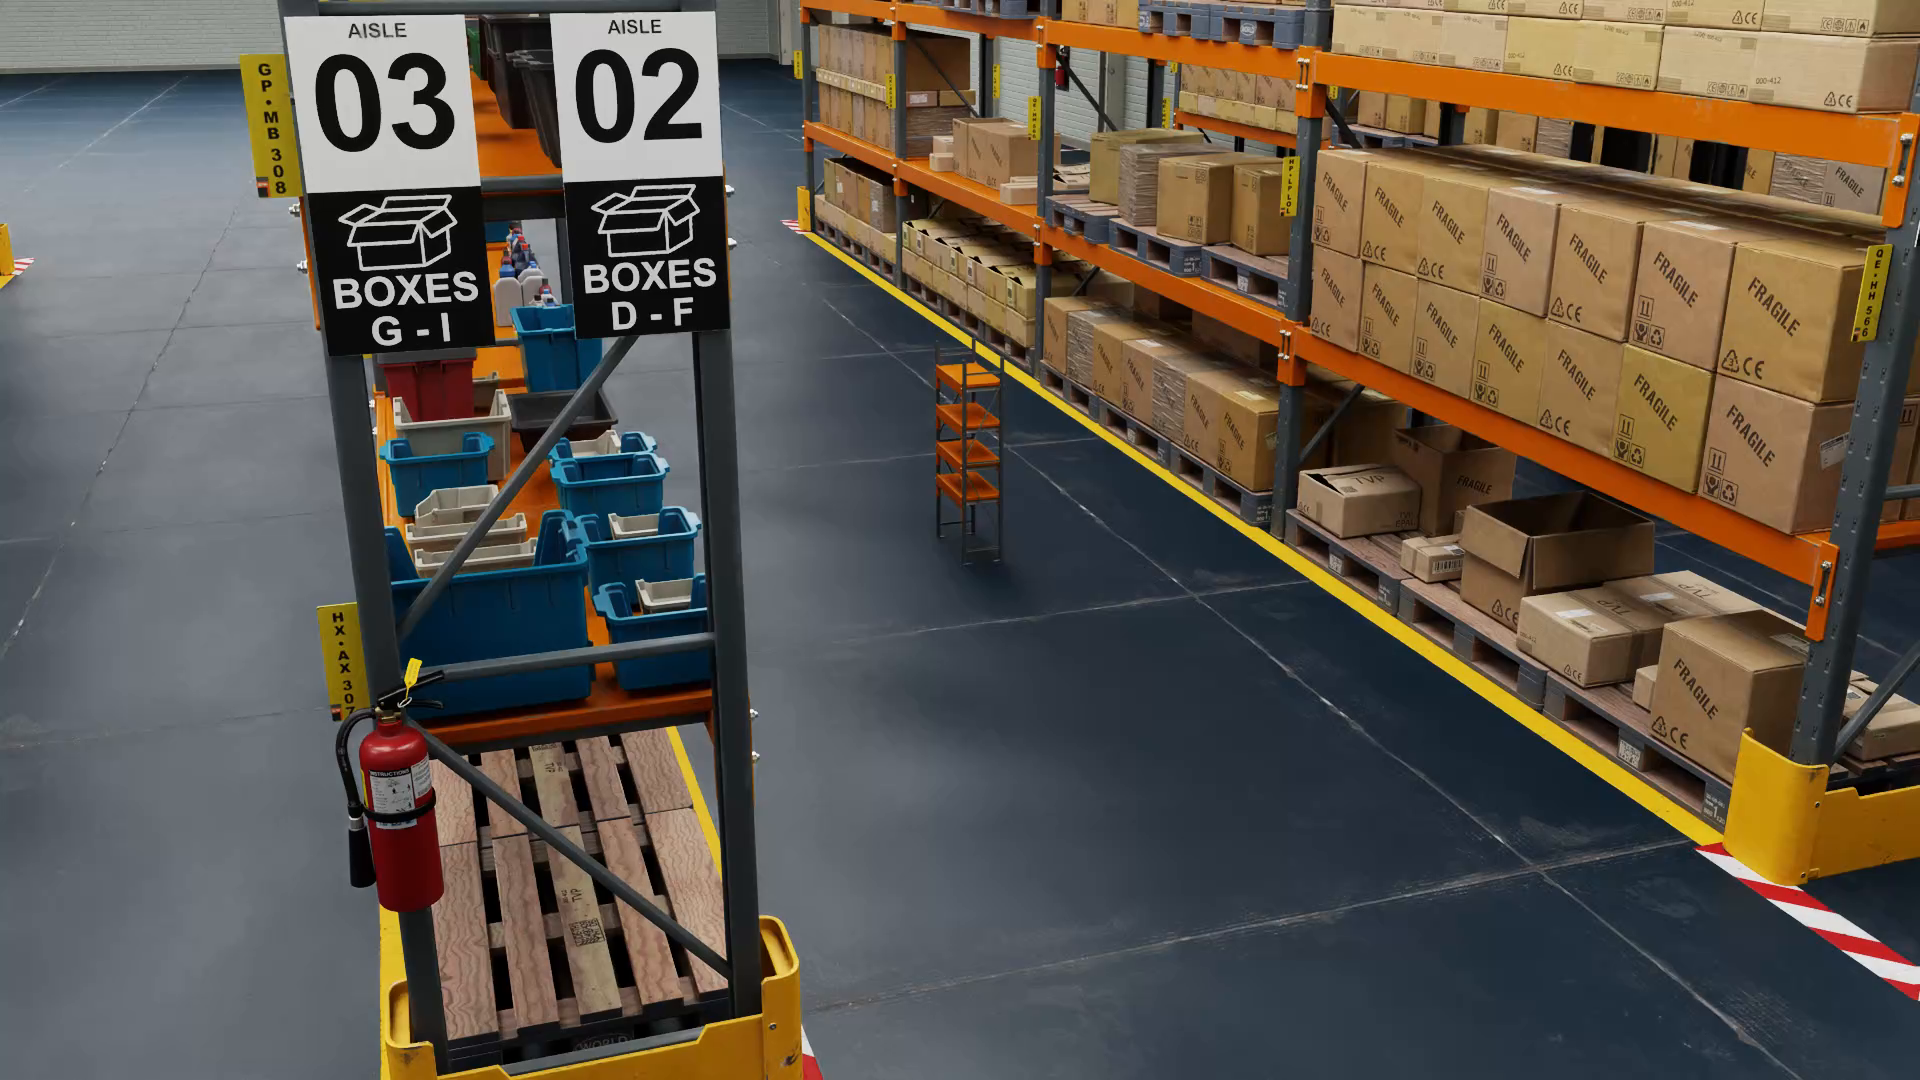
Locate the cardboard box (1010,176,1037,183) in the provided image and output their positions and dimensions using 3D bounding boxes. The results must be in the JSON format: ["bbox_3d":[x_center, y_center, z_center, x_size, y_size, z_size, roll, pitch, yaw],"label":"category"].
[{"bbox_3d":[0.645,-3.044,14.325,0.380,0.149,0.250,-5,20,-13],"label":"cardboard box"}]

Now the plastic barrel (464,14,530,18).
[{"bbox_3d":[-2.275,-2.819,8.068,0.433,0.535,0.433,0,20,0],"label":"plastic barrel"}]

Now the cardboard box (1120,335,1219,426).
[{"bbox_3d":[1.463,-1.117,11.636,0.500,0.500,0.500,-7,21,-19],"label":"cardboard box"}]

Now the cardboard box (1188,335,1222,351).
[{"bbox_3d":[1.949,-1.180,11.812,0.500,0.500,0.500,-7,21,-19],"label":"cardboard box"}]

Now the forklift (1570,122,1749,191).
[{"bbox_3d":[4.416,-2.057,11.307,1.130,2.935,3.031,-6,21,-15],"label":"forklift"}]

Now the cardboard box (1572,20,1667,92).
[{"bbox_3d":[2.886,-1.990,6.805,0.500,0.250,0.500,-6,21,-17],"label":"cardboard box"}]

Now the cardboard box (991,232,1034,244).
[{"bbox_3d":[0.565,-2.784,15.846,0.500,0.311,0.500,-6,21,-17],"label":"cardboard box"}]

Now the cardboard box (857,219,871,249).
[{"bbox_3d":[-0.830,-3.392,18.369,0.500,0.250,0.500,-6,21,-17],"label":"cardboard box"}]

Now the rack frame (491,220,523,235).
[{"bbox_3d":[-3.604,-2.234,11.698,1.000,3.000,0.127,-6,21,-17],"label":"rack frame"}]

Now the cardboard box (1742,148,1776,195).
[{"bbox_3d":[6.192,-2.805,12.671,0.500,0.500,0.500,-6,21,-16],"label":"cardboard box"}]

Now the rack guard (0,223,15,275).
[{"bbox_3d":[-10.797,-3.074,17.735,1.175,0.500,0.348,-6,21,-17],"label":"rack guard"}]

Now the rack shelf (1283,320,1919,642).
[{"bbox_3d":[2.985,-0.495,7.921,1.077,0.370,4.000,-6,21,-17],"label":"rack shelf"}]

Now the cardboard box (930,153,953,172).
[{"bbox_3d":[-0.074,-3.618,15.924,0.380,0.149,0.250,-6,21,-17],"label":"cardboard box"}]

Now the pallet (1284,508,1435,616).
[{"bbox_3d":[2.571,0.058,9.444,1.003,0.211,1.213,-6,21,-17],"label":"pallet"}]

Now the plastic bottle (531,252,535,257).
[{"bbox_3d":[-2.613,-1.625,10.177,0.061,0.283,0.133,-6,21,-17],"label":"plastic bottle"}]

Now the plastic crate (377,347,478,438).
[{"bbox_3d":[-2.305,-0.695,7.231,0.402,0.464,0.583,-6,21,-17],"label":"plastic crate"}]

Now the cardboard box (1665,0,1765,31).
[{"bbox_3d":[3.053,-2.066,6.276,0.500,0.250,0.500,-6,21,-17],"label":"cardboard box"}]

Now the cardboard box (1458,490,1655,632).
[{"bbox_3d":[2.952,0.095,8.257,0.797,0.503,0.637,-6,21,-17],"label":"cardboard box"}]

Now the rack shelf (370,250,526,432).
[{"bbox_3d":[-2.976,-1.253,10.033,1.077,0.370,4.000,-6,21,-17],"label":"rack shelf"}]

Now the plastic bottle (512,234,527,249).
[{"bbox_3d":[-2.858,-1.851,10.822,0.097,0.271,0.097,0,20,0],"label":"plastic bottle"}]

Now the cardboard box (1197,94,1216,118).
[{"bbox_3d":[3.315,-5.437,20.808,0.500,0.250,0.500,-7,21,-19],"label":"cardboard box"}]

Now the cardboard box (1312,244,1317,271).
[{"bbox_3d":[2.420,-1.896,9.988,0.700,0.500,0.500,-15,24,-35],"label":"cardboard box"}]

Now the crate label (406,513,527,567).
[{"bbox_3d":[-1.706,0.006,5.765,0.396,0.136,0.243,-6,21,-17],"label":"crate label"}]

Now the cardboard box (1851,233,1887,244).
[{"bbox_3d":[3.724,-0.880,6.301,0.500,0.500,0.500,-6,21,-16],"label":"cardboard box"}]

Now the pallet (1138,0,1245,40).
[{"bbox_3d":[1.889,-3.348,10.640,1.213,0.211,1.003,-6,21,-17],"label":"pallet"}]

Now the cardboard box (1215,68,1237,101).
[{"bbox_3d":[3.453,-5.634,20.248,0.500,0.500,0.500,-7,21,-19],"label":"cardboard box"}]

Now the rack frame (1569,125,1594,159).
[{"bbox_3d":[5.801,-3.286,14.629,1.000,3.000,0.127,-6,21,-17],"label":"rack frame"}]

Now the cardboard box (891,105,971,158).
[{"bbox_3d":[-0.304,-4.231,17.111,0.700,0.500,0.500,-7,21,-19],"label":"cardboard box"}]

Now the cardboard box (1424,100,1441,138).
[{"bbox_3d":[5.076,-4.269,16.566,0.700,0.500,0.500,-4,20,-10],"label":"cardboard box"}]

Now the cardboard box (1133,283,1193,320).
[{"bbox_3d":[1.638,-1.850,12.566,0.500,0.250,0.500,-6,20,-15],"label":"cardboard box"}]

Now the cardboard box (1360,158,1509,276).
[{"bbox_3d":[2.400,-1.646,8.435,0.500,0.500,0.500,-7,21,-19],"label":"cardboard box"}]

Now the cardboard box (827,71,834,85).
[{"bbox_3d":[-1.334,-5.365,19.308,0.380,0.149,0.250,-6,21,-17],"label":"cardboard box"}]

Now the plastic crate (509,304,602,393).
[{"bbox_3d":[-1.877,-0.857,7.801,0.392,0.384,0.575,-6,21,-17],"label":"plastic crate"}]

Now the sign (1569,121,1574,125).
[{"bbox_3d":[5.288,-3.733,14.277,0.100,0.325,0.005,-6,21,-17],"label":"sign"}]

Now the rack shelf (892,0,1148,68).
[{"bbox_3d":[0.470,-4.474,14.561,1.077,0.370,4.000,-6,21,-17],"label":"rack shelf"}]

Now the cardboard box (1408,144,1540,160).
[{"bbox_3d":[2.761,-1.858,9.025,0.500,0.500,0.500,-6,21,-17],"label":"cardboard box"}]

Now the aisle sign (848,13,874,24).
[{"bbox_3d":[-1.157,-6.602,20.014,0.394,0.787,0.004,-6,21,-17],"label":"aisle sign"}]

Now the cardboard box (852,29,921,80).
[{"bbox_3d":[-0.777,-5.325,18.237,0.700,0.500,0.500,-6,21,-17],"label":"cardboard box"}]

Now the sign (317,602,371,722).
[{"bbox_3d":[-1.607,0.320,4.346,0.100,0.325,0.005,-6,21,-17],"label":"sign"}]

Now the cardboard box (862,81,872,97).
[{"bbox_3d":[-0.845,-4.867,17.922,0.380,0.149,0.250,-6,21,-16],"label":"cardboard box"}]

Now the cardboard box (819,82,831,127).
[{"bbox_3d":[-1.281,-5.222,19.870,0.700,0.500,0.500,-6,21,-17],"label":"cardboard box"}]

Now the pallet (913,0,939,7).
[{"bbox_3d":[0.131,-5.082,15.475,0.805,0.209,1.217,-7,21,-19],"label":"pallet"}]

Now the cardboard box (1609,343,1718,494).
[{"bbox_3d":[3.048,-0.520,6.778,0.500,0.500,0.500,-6,21,-17],"label":"cardboard box"}]

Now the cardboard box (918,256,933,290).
[{"bbox_3d":[-0.107,-2.626,16.237,0.500,0.250,0.500,-6,21,-16],"label":"cardboard box"}]

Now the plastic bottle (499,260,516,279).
[{"bbox_3d":[-2.703,-1.537,9.950,0.097,0.271,0.097,0,20,0],"label":"plastic bottle"}]

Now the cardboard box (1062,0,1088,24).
[{"bbox_3d":[1.268,-4.081,12.256,0.910,0.500,0.500,-6,21,-17],"label":"cardboard box"}]

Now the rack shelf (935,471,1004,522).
[{"bbox_3d":[0.052,-0.261,9.656,0.258,0.148,0.480,-6,21,-17],"label":"rack shelf"}]

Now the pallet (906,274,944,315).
[{"bbox_3d":[0.110,-2.498,16.558,1.003,0.211,1.213,-6,21,-17],"label":"pallet"}]

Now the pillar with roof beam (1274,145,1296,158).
[{"bbox_3d":[0.240,-8.087,19.119,9.100,9.000,0.400,-6,21,-17],"label":"pillar with roof beam"}]

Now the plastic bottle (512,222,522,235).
[{"bbox_3d":[-3.000,-2.020,11.276,0.061,0.283,0.133,-6,21,-17],"label":"plastic bottle"}]

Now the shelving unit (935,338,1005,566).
[{"bbox_3d":[0.052,-0.512,9.566,0.258,1.200,0.503,-6,21,-17],"label":"shelving unit"}]

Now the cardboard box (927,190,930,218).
[{"bbox_3d":[-0.171,-3.641,17.952,0.500,0.500,0.500,-6,21,-17],"label":"cardboard box"}]

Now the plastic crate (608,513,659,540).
[{"bbox_3d":[-1.090,-0.014,5.820,0.250,0.136,0.298,-6,21,-17],"label":"plastic crate"}]

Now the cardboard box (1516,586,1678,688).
[{"bbox_3d":[2.939,0.439,7.673,0.500,0.250,0.500,-6,21,-17],"label":"cardboard box"}]

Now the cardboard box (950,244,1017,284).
[{"bbox_3d":[0.220,-2.558,15.217,0.500,0.311,0.500,-6,21,-16],"label":"cardboard box"}]

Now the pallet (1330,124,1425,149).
[{"bbox_3d":[4.645,-4.219,17.509,1.003,0.211,1.213,-6,21,-17],"label":"pallet"}]
